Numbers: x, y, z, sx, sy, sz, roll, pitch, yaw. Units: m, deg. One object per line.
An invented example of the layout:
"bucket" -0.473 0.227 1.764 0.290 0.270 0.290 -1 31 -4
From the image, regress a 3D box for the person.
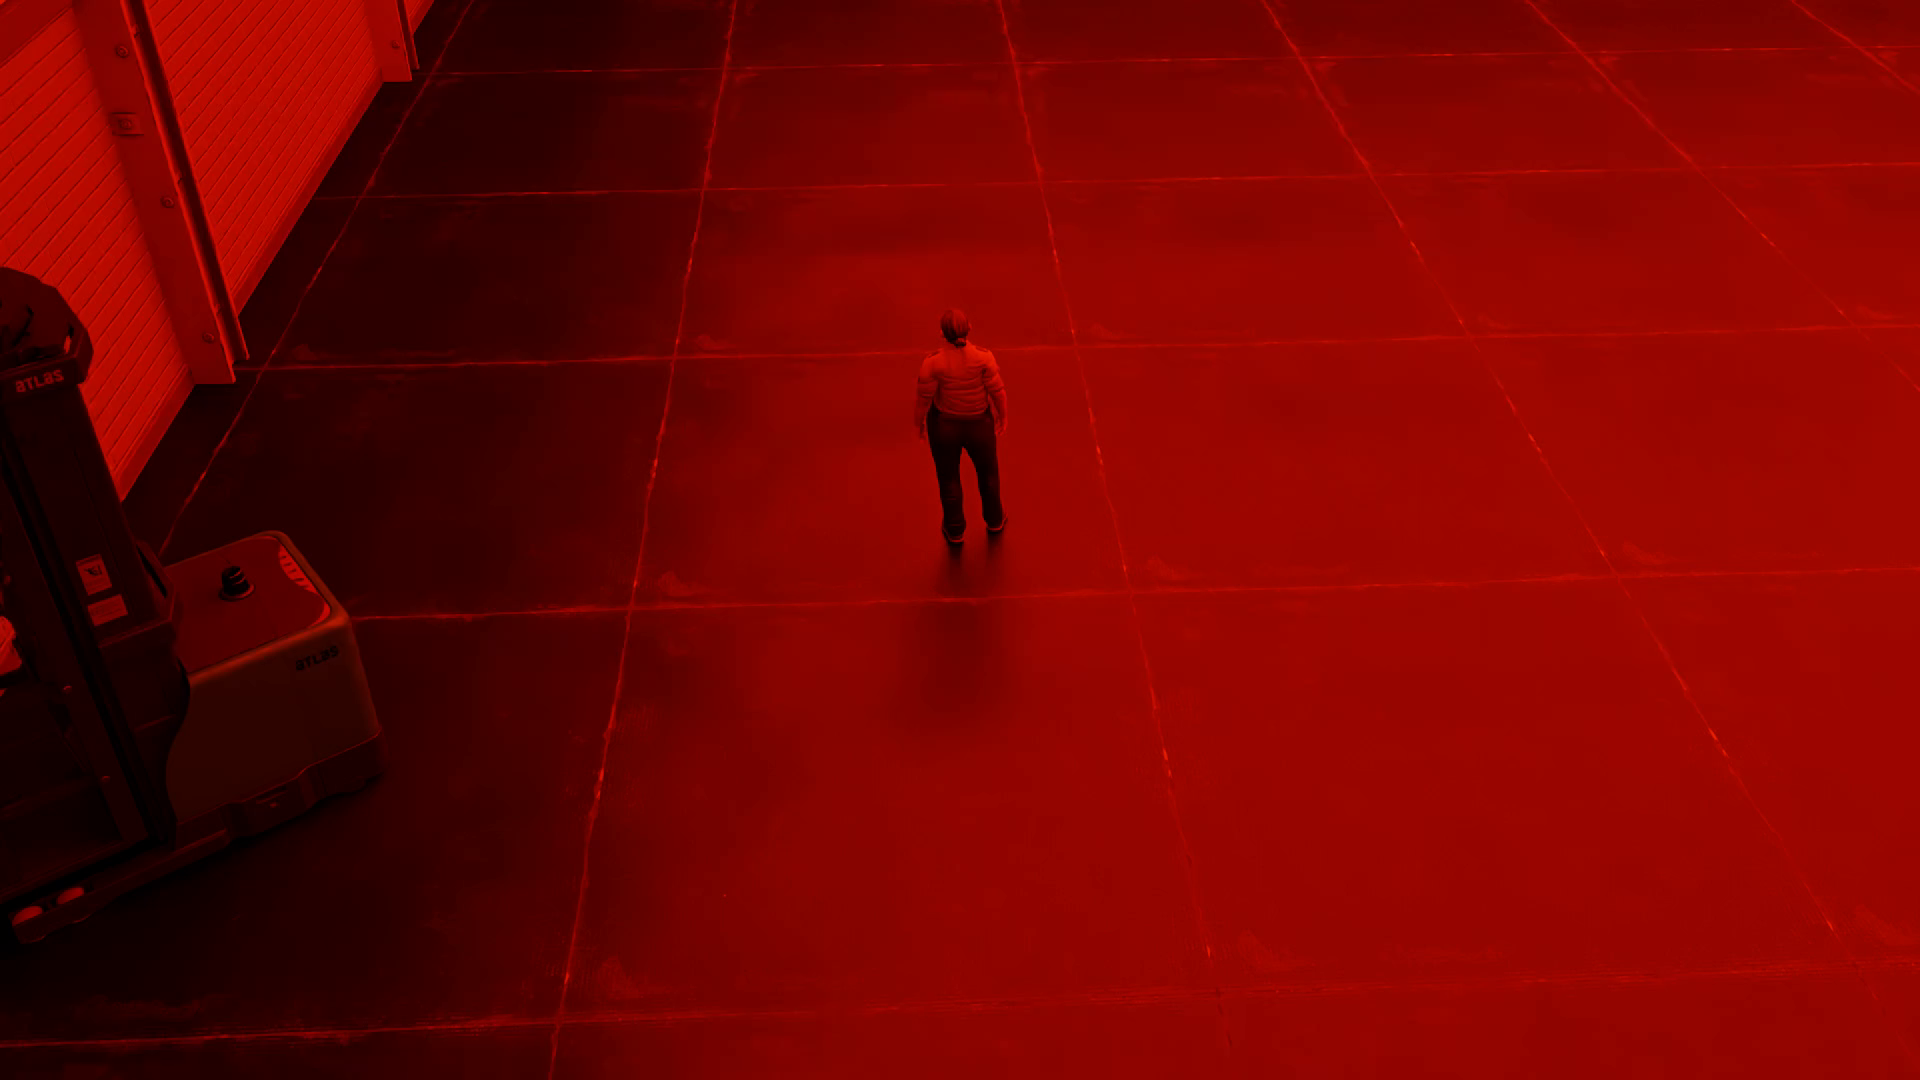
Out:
"person" 0.019 -0.725 10.085 0.598 1.651 0.502 -2 36 -2

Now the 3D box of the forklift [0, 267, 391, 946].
"forklift" -4.474 0.366 7.508 3.031 2.935 1.130 -25 43 -30
